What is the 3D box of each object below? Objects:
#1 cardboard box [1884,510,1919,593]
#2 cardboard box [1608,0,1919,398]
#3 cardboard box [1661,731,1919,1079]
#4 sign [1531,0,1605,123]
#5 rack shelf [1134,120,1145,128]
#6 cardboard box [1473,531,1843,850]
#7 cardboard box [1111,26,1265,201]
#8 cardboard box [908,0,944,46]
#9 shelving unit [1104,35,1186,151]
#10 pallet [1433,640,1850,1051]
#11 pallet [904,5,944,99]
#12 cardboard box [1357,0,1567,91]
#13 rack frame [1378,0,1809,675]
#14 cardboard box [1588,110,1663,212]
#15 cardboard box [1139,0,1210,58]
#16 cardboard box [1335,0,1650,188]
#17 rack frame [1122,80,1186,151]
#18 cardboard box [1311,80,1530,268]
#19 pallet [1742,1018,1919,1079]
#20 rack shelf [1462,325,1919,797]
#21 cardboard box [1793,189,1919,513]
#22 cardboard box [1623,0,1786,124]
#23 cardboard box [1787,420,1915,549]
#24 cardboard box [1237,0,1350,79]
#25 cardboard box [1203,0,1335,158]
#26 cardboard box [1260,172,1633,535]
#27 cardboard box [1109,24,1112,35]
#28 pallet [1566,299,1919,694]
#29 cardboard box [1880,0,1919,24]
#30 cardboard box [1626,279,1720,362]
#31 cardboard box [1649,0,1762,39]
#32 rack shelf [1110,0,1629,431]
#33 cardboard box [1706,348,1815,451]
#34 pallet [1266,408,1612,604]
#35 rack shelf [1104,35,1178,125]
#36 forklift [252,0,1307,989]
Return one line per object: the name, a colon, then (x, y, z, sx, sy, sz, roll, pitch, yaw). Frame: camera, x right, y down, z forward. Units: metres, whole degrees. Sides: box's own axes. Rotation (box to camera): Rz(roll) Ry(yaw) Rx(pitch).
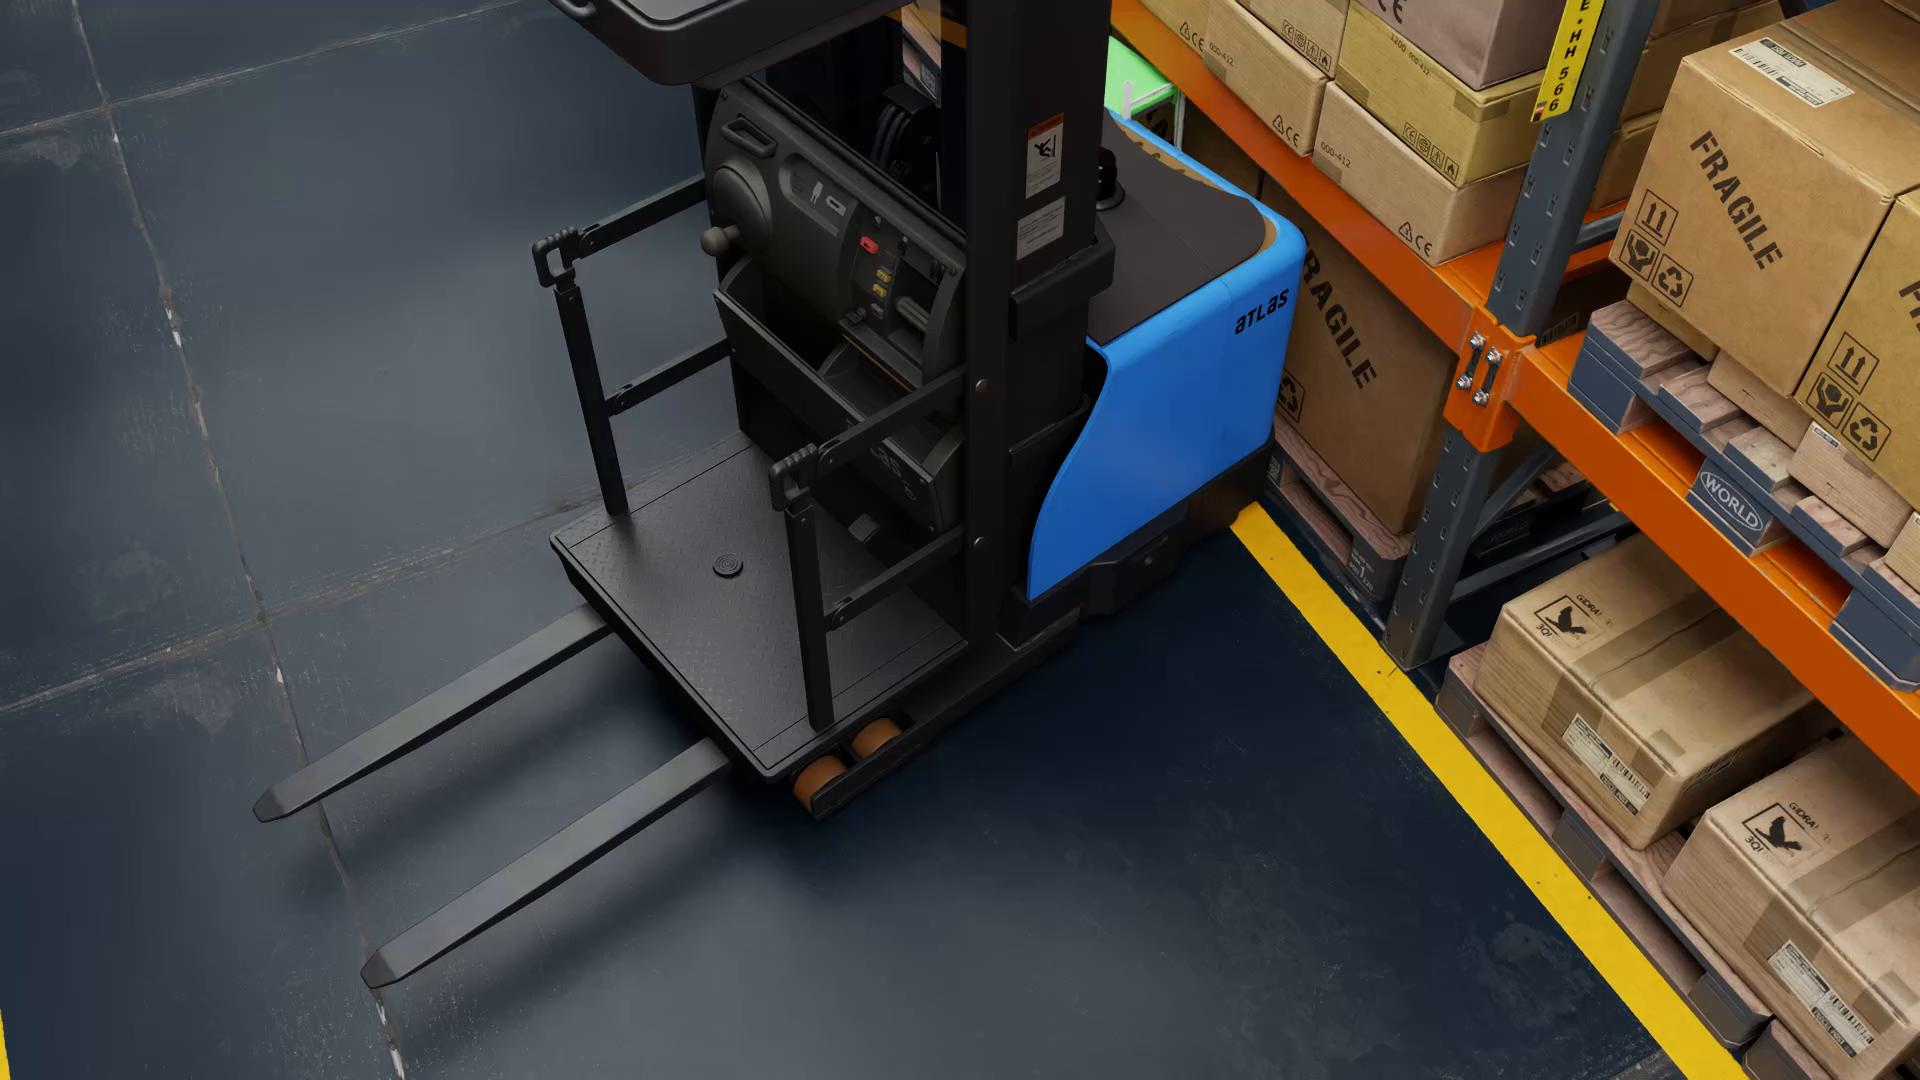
cardboard box: (2.000, 0.012, 3.135, 0.380, 0.149, 0.250, -21, 52, -17)
cardboard box: (1.726, -0.693, 3.320, 0.500, 0.500, 0.500, -23, 53, -19)
cardboard box: (2.320, 0.795, 4.029, 0.950, 0.372, 0.625, -22, 52, -18)
sign: (1.233, -0.993, 3.356, 0.100, 0.325, 0.005, -21, 52, -18)
rack shelf: (0.443, -1.260, 5.317, 0.258, 0.148, 0.480, -31, 56, -21)
cardboard box: (1.975, 0.303, 4.459, 0.950, 0.372, 0.625, -24, 53, -20)
cardboard box: (1.079, -1.333, 5.556, 0.875, 0.875, 0.875, -21, 52, -17)
cardboard box: (0.250, -2.533, 6.606, 0.875, 0.875, 0.875, -20, 52, -16)
shelving unit: (0.448, -1.148, 5.454, 0.258, 1.200, 0.503, -31, 56, -21)
pallet: (2.082, 0.637, 4.553, 1.003, 0.211, 1.213, -21, 52, -18)
pallet: (0.315, -2.074, 6.923, 1.003, 0.211, 1.213, -21, 52, -18)
cardboard box: (1.256, -1.423, 3.771, 0.500, 0.500, 0.500, -22, 53, -18)
rack frame: (1.725, -0.805, 3.961, 1.000, 3.000, 0.127, -21, 52, -18)
cardboard box: (1.725, -1.170, 4.380, 0.500, 0.250, 0.500, -22, 52, -18)
cardboard box: (0.799, -1.684, 4.829, 0.500, 0.250, 0.500, -22, 52, -18)
cardboard box: (1.278, -1.157, 4.037, 0.500, 0.250, 0.500, -21, 52, -18)
rack frame: (0.594, -0.999, 5.326, 0.240, 1.200, 0.015, -31, 56, -21)
cardboard box: (1.263, -1.005, 4.236, 0.500, 0.250, 0.500, -23, 53, -19)
pallet: (2.636, 1.452, 3.840, 1.003, 0.211, 1.213, -21, 52, -18)
rack shelf: (2.641, 0.770, 3.061, 1.077, 0.370, 4.000, -21, 52, -18)
cardboard box: (1.970, -0.347, 3.018, 0.500, 0.500, 0.500, -19, 51, -16)
cardboard box: (1.713, -1.344, 4.201, 0.500, 0.250, 0.500, -22, 52, -18)
cardboard box: (1.893, -0.179, 3.302, 0.380, 0.149, 0.250, -24, 53, -20)
cardboard box: (1.040, -1.499, 4.336, 0.500, 0.250, 0.500, -22, 53, -18)
cardboard box: (1.015, -1.341, 4.530, 0.500, 0.250, 0.500, -20, 52, -17)
cardboard box: (1.483, -0.735, 5.032, 0.875, 0.875, 0.875, -22, 52, -18)
cardboard box: (0.670, -1.932, 6.079, 0.875, 0.875, 0.875, -20, 52, -16)
pallet: (2.146, -0.302, 3.648, 1.213, 0.211, 1.003, -21, 52, -18)
cardboard box: (2.181, -0.866, 3.471, 0.500, 0.500, 0.500, -23, 53, -19)
cardboard box: (1.709, -0.579, 3.651, 0.380, 0.149, 0.250, -24, 53, -20)
cardboard box: (1.717, -1.581, 3.910, 0.500, 0.500, 0.500, -23, 53, -19)
rack shelf: (0.810, -1.907, 5.403, 1.077, 0.370, 4.000, -21, 52, -18)
cardboard box: (1.808, -0.378, 3.476, 0.380, 0.149, 0.250, -24, 53, -20)
pallet: (1.432, -0.441, 5.495, 1.003, 0.211, 1.213, -21, 52, -18)
rack shelf: (0.436, -1.411, 5.132, 0.258, 0.148, 0.480, -31, 56, -21)
forklift: (-0.478, -0.661, 3.881, 3.031, 2.935, 1.130, -32, 56, -25)
